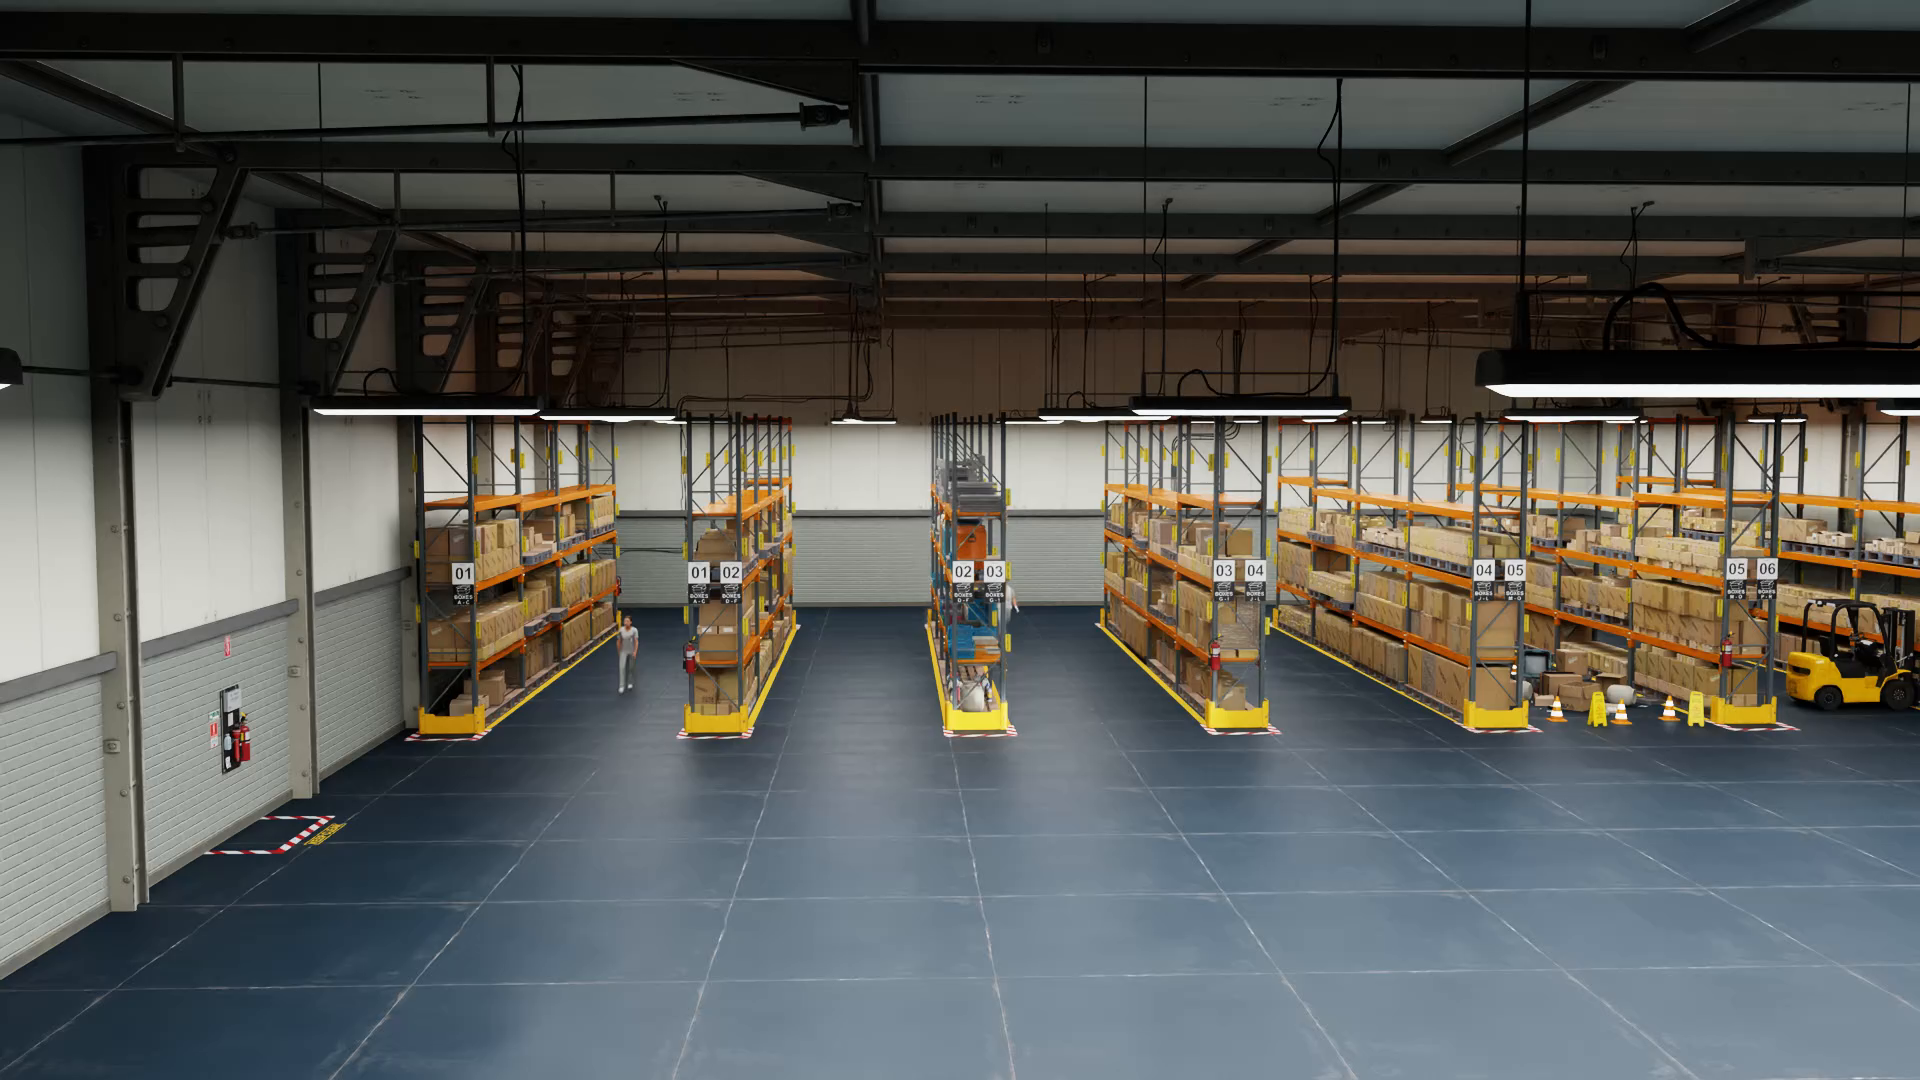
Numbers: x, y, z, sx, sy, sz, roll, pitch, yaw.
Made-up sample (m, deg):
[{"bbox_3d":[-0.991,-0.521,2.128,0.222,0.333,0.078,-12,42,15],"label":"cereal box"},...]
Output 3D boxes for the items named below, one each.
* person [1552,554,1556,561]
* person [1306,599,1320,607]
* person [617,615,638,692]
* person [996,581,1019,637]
[{"bbox_3d":[18.794,1.262,52.593,0.451,1.802,0.554,-1,4,-20],"label":"person"},{"bbox_3d":[10.564,1.446,49.921,0.966,1.754,0.544,-2,5,-32],"label":"person"},{"bbox_3d":[-7.173,2.442,35.932,0.456,1.623,0.964,-1,4,-14],"label":"person"},{"bbox_3d":[1.212,1.835,44.131,0.556,1.740,1.093,-1,4,-19],"label":"person"}]
